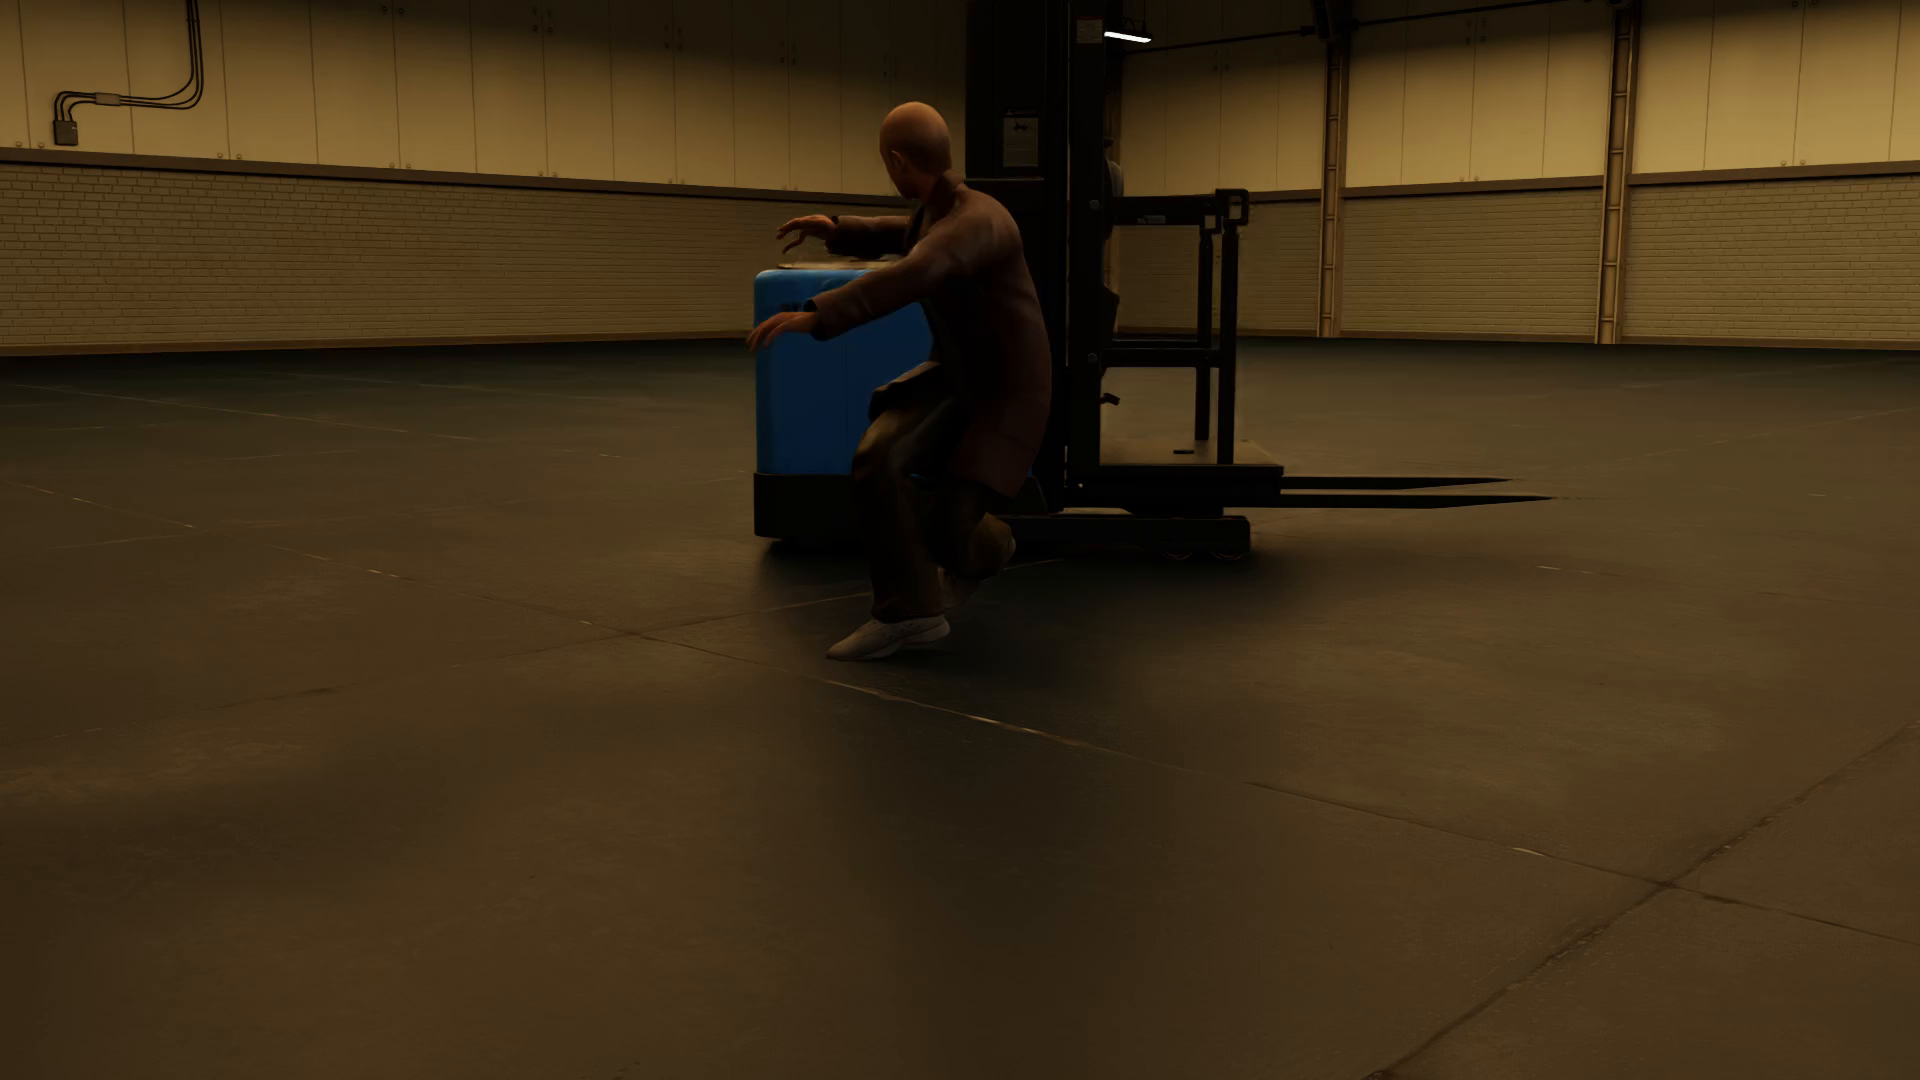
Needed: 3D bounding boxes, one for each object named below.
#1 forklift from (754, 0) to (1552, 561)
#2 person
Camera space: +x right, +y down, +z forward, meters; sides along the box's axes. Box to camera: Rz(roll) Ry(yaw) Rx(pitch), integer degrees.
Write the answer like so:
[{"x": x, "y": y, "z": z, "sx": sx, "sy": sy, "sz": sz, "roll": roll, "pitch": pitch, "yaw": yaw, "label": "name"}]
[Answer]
[{"x": 0.748, "y": -1.452, "z": 6.515, "sx": 3.031, "sy": 2.935, "sz": 1.130, "roll": 0, "pitch": 9, "yaw": 3, "label": "forklift"}, {"x": -0.225, "y": -0.429, "z": 4.612, "sx": 1.185, "sy": 1.522, "sz": 0.875, "roll": -8, "pitch": 12, "yaw": -43, "label": "person"}]
